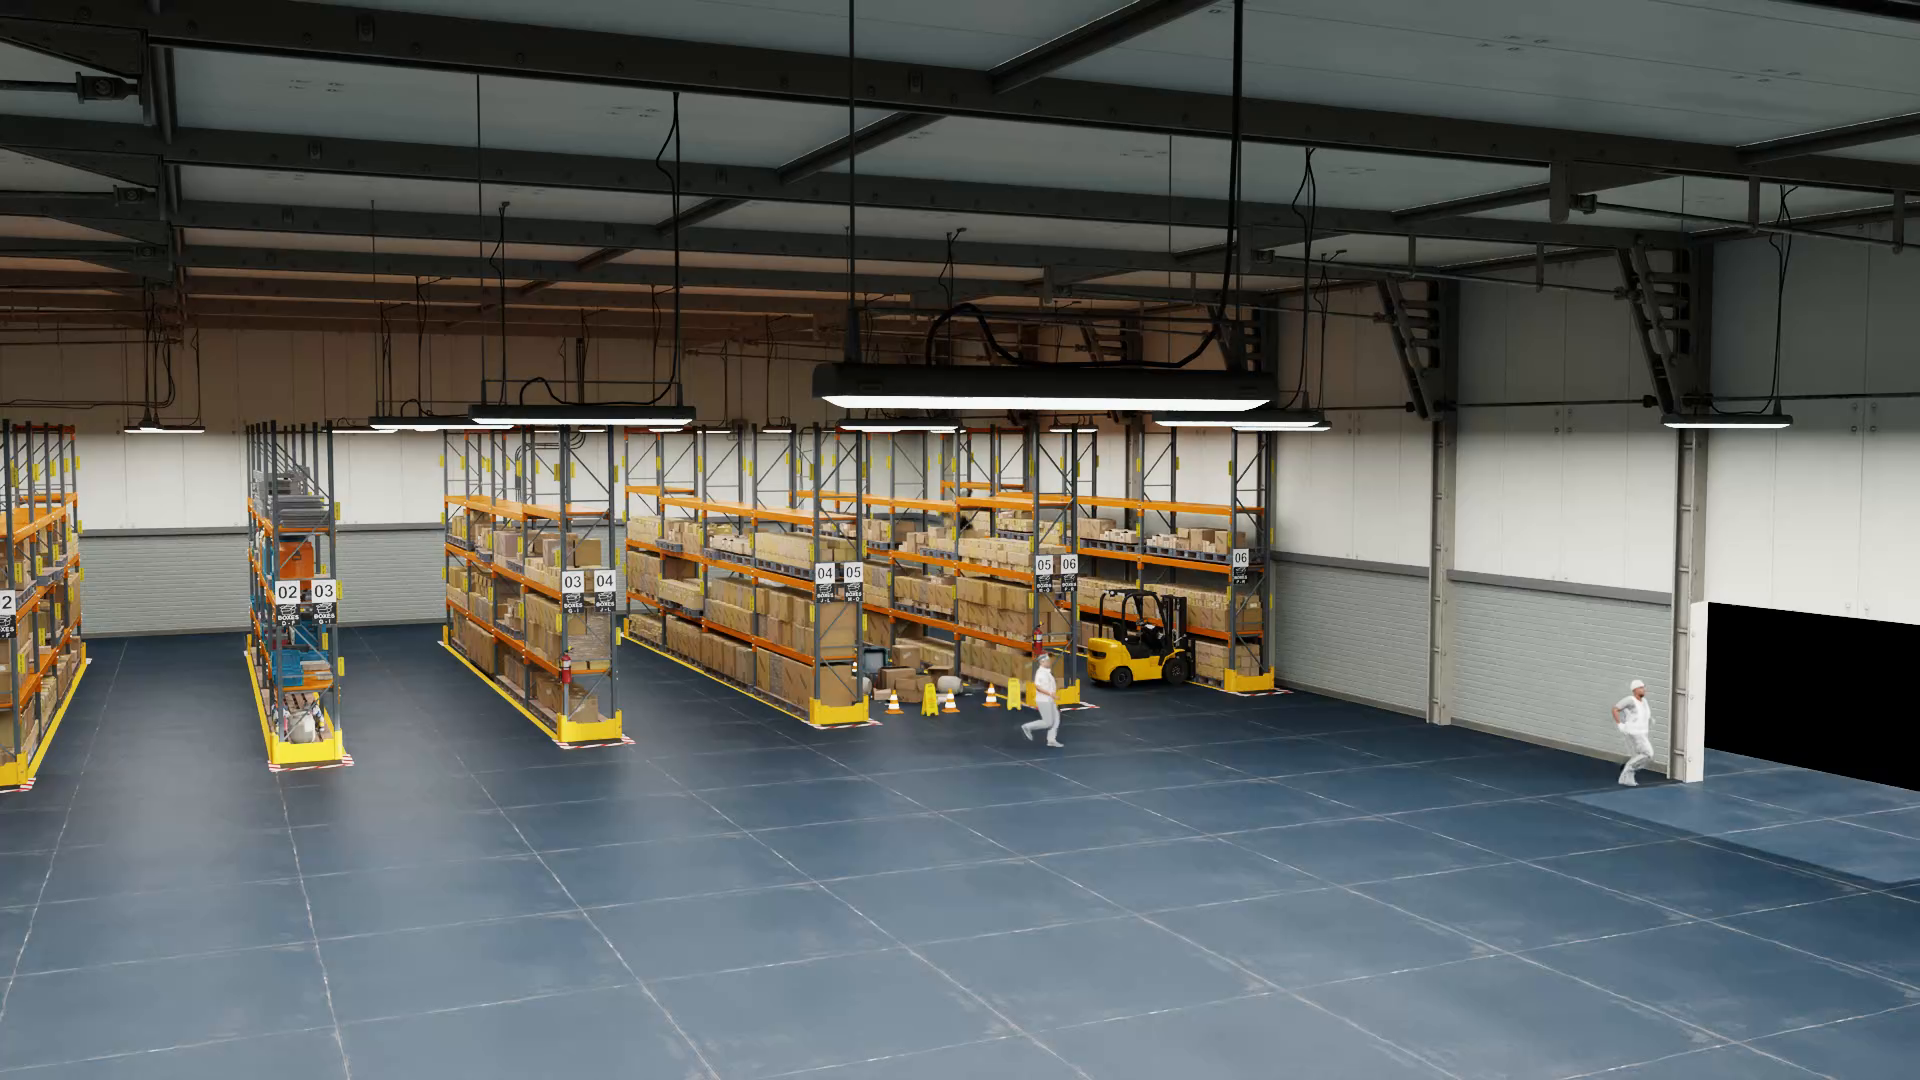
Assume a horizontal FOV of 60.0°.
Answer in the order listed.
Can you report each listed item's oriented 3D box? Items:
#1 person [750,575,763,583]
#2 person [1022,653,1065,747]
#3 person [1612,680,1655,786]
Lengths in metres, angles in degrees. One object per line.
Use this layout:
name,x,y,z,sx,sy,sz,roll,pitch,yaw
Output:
person,-6.190,1.715,50.690,0.882,1.743,0.623,-1,4,-14
person,1.541,2.940,30.592,0.784,1.753,0.662,1,4,12
person,11.044,3.148,27.118,0.619,1.722,0.685,3,5,42
